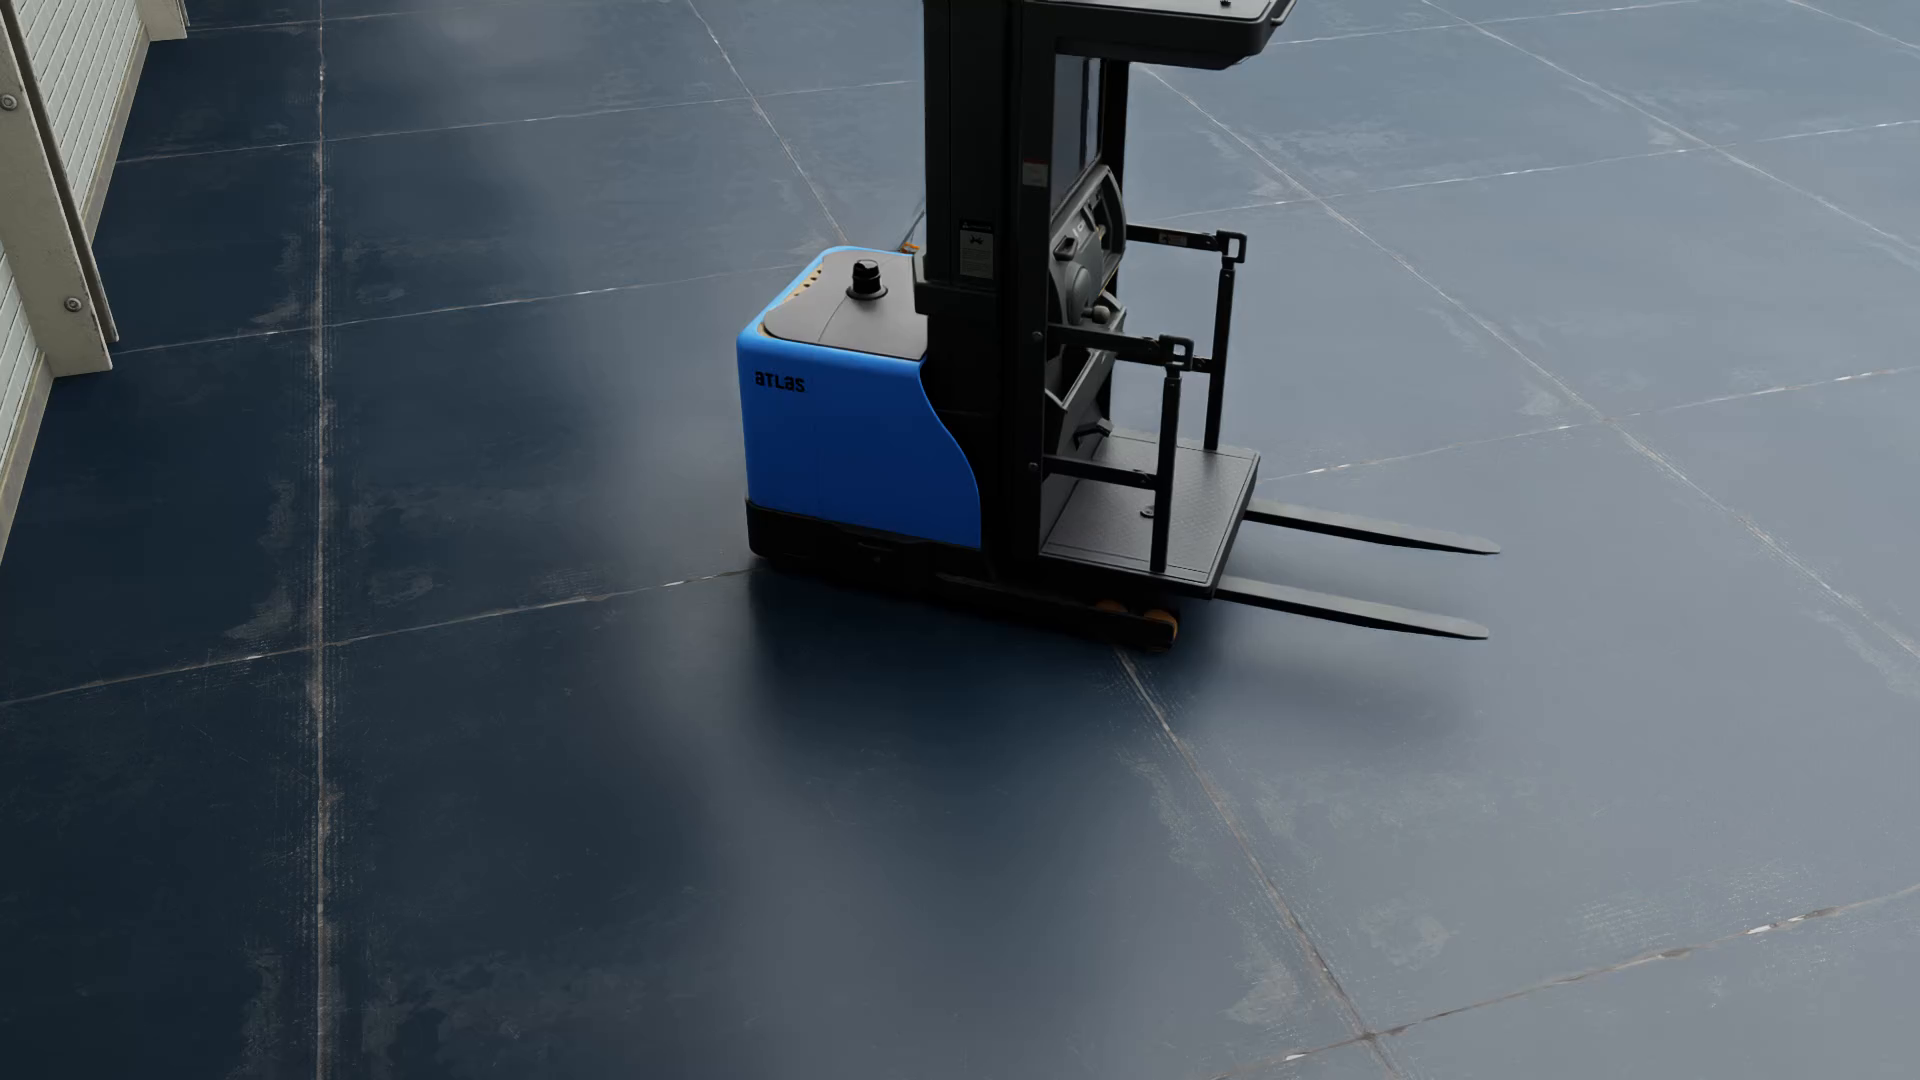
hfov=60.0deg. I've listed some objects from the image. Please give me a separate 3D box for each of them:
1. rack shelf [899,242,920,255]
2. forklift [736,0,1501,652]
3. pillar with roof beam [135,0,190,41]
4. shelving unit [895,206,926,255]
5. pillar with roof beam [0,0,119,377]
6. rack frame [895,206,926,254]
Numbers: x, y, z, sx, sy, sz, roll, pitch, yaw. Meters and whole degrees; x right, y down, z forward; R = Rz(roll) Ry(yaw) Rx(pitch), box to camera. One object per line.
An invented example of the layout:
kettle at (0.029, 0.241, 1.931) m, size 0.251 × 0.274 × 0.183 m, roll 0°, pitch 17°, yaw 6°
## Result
rack shelf at (-0.172, -1.323, 7.981) m, size 0.258 × 0.180 × 0.103 m, roll 31°, pitch 86°, yaw 45°
forklift at (0.674, -1.112, 6.274) m, size 3.031 × 2.935 × 1.130 m, roll 11°, pitch 35°, yaw 16°
pillar with roof beam at (-2.316, -8.585, 12.079) m, size 9.100 × 9.000 × 0.400 m, roll -10°, pitch 35°, yaw -15°
shelving unit at (-0.344, -1.059, 7.967) m, size 0.258 × 0.189 × 1.200 m, roll 31°, pitch 86°, yaw 45°
pillar with roof beam at (-0.486, -5.435, 7.312) m, size 9.100 × 9.000 × 0.400 m, roll -10°, pitch 35°, yaw -15°
rack frame at (-0.397, -1.097, 7.902) m, size 0.240 × 0.006 × 1.200 m, roll 31°, pitch 86°, yaw 45°
